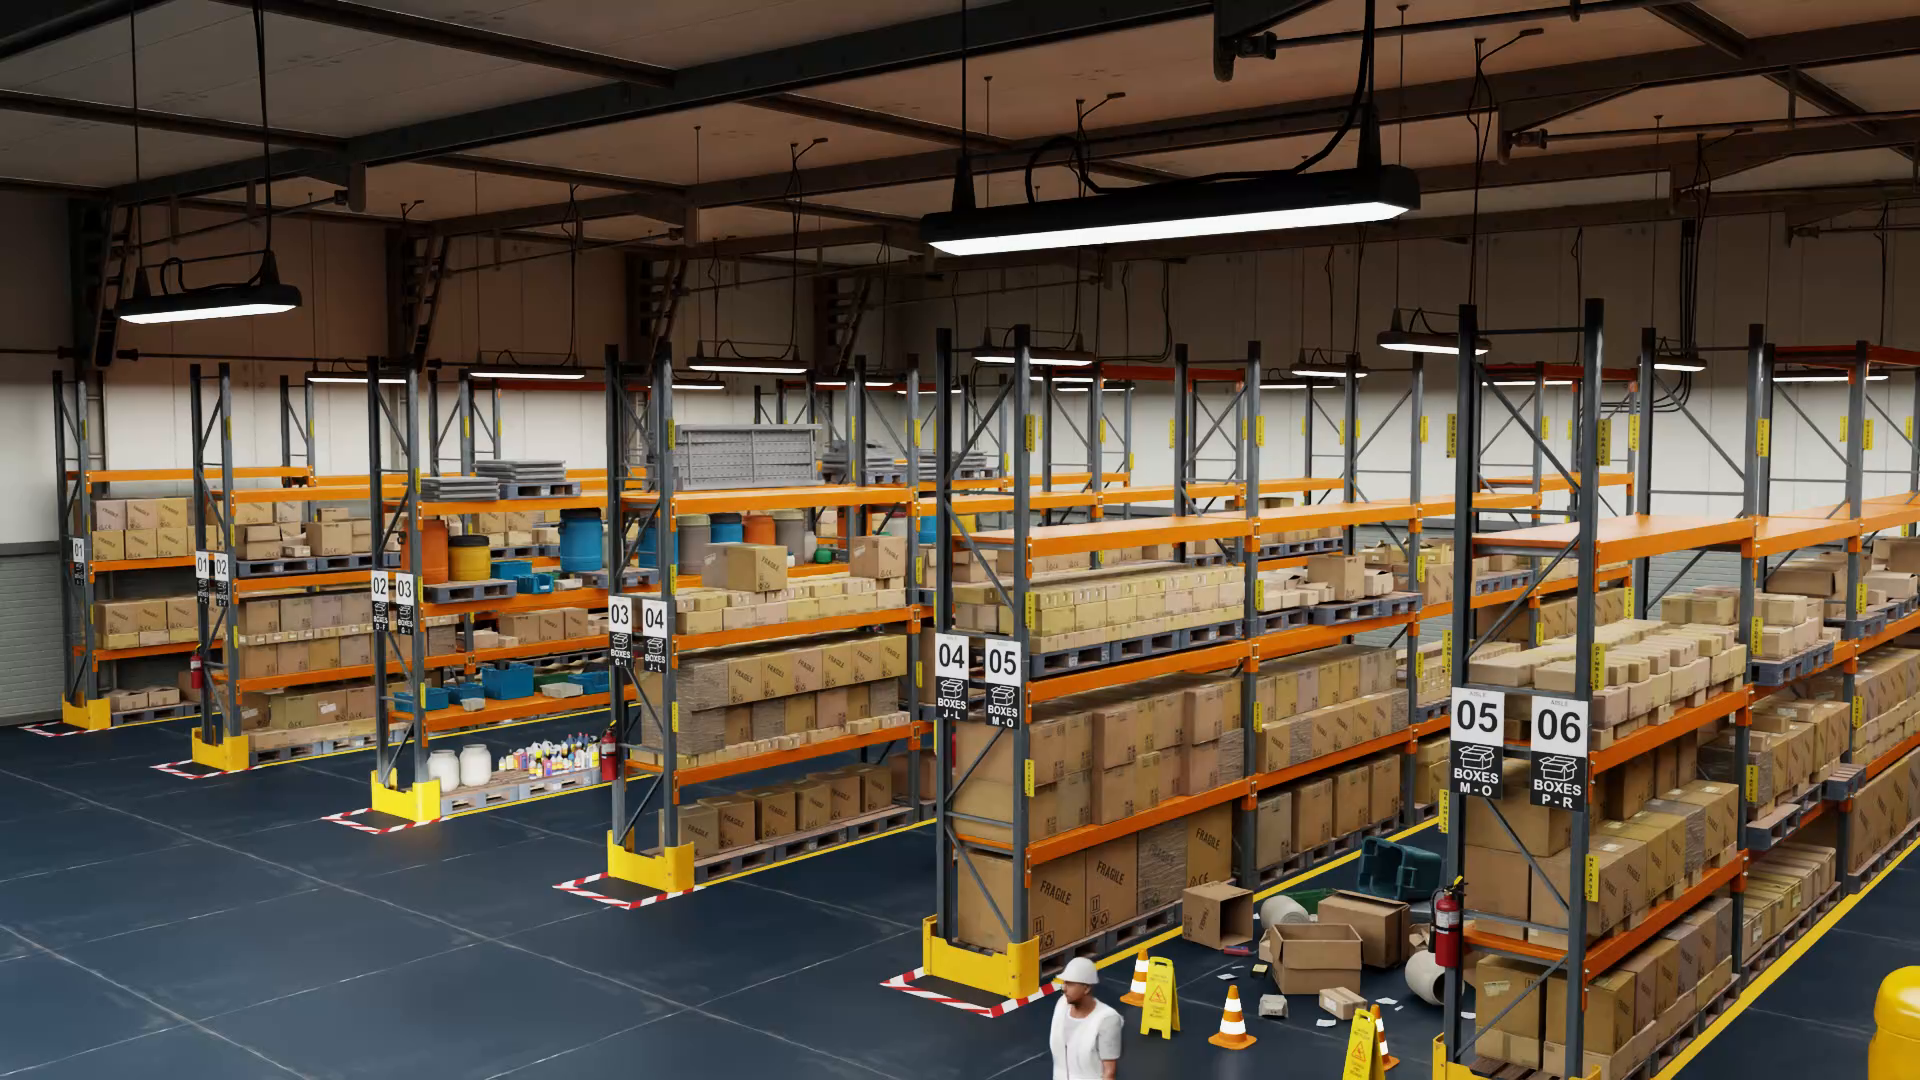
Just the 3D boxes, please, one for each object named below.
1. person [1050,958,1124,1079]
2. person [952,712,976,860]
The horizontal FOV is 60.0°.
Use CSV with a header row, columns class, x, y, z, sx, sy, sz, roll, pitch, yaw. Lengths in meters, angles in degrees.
class,x,y,z,sx,sy,sz,roll,pitch,yaw
person,0.732,3.526,10.459,0.587,1.795,0.821,4,6,42
person,0.085,2.925,19.587,0.545,1.785,0.599,3,5,35
